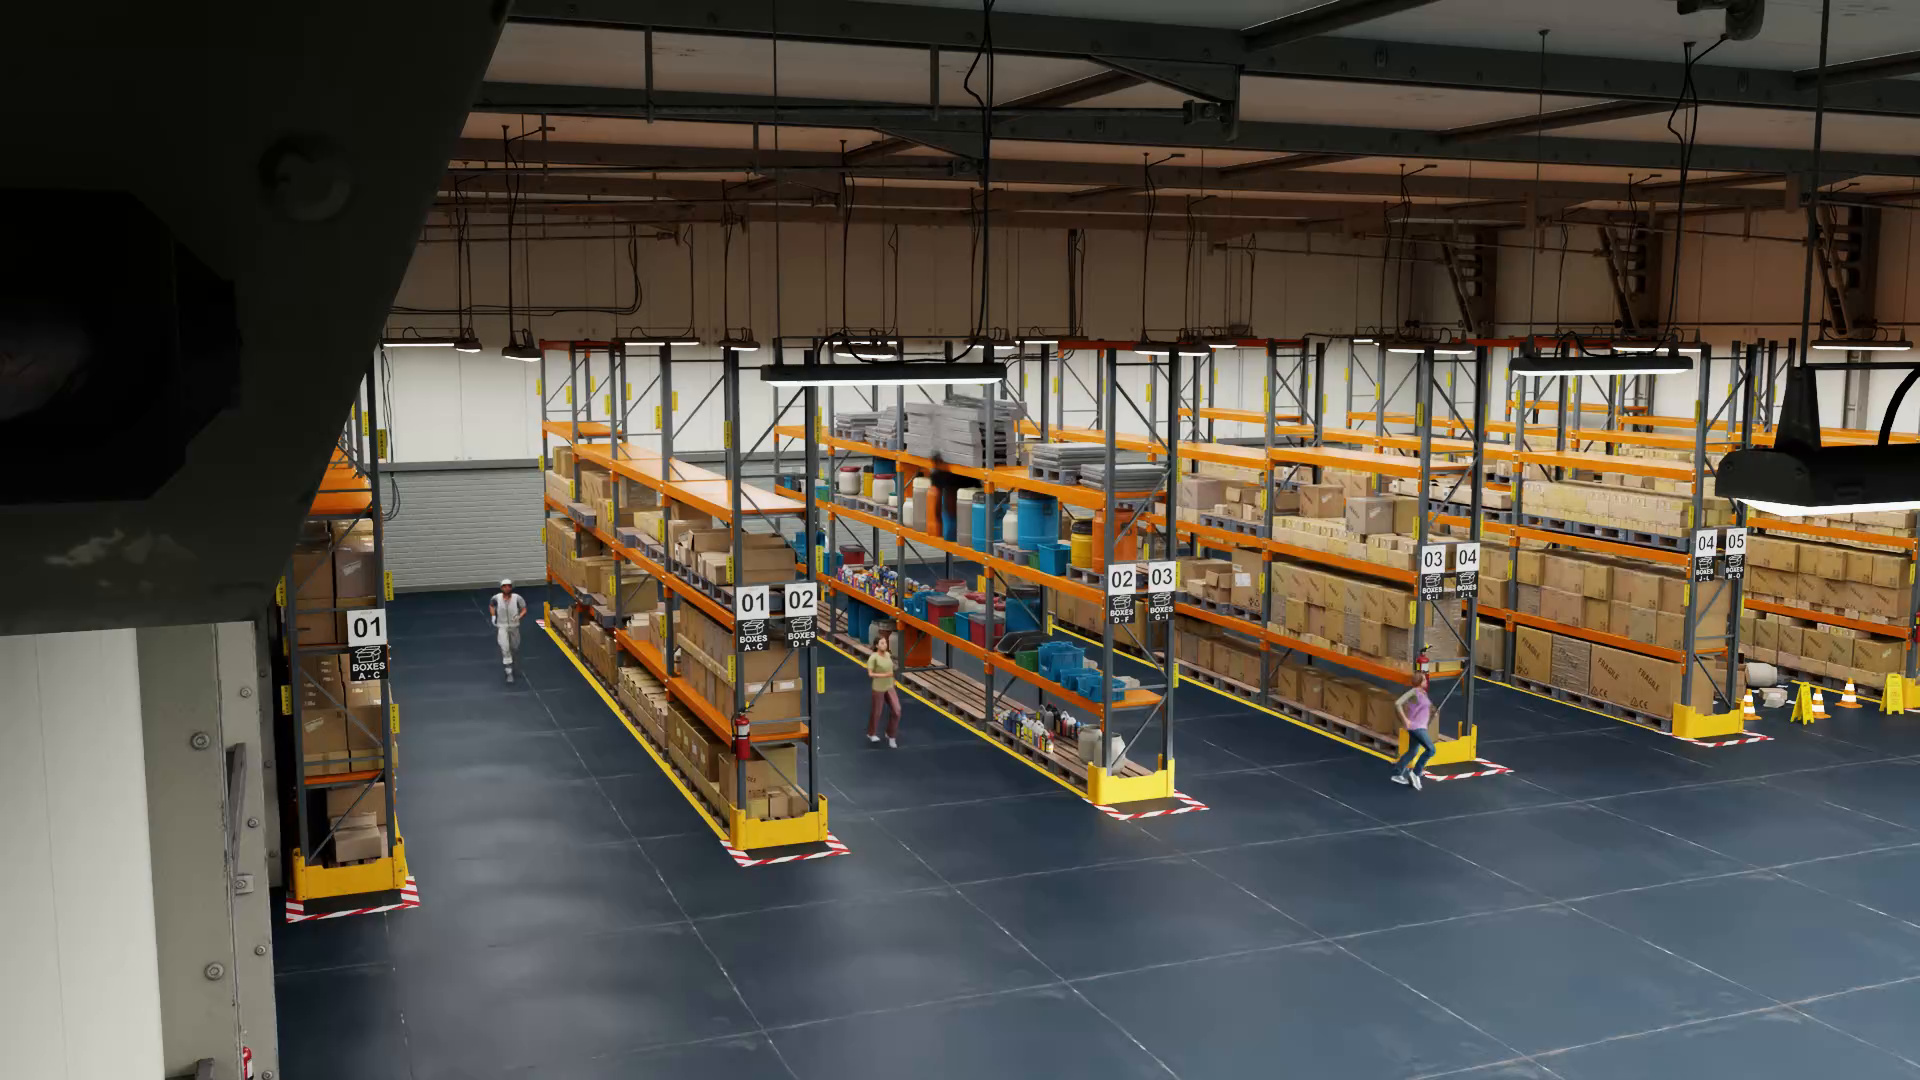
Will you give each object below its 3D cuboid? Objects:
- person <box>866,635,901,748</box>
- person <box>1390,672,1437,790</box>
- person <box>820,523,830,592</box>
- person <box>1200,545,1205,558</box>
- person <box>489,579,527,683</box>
[{"bbox_3d":[-1.168,2.265,24.930,0.542,1.700,0.708,-5,9,-34],"label":"person"},{"bbox_3d":[6.250,2.602,22.810,0.621,1.566,0.538,4,8,26],"label":"person"},{"bbox_3d":[-3.190,0.423,39.156,0.564,1.645,0.616,-2,8,-15],"label":"person"},{"bbox_3d":[6.024,0.052,41.737,0.922,1.695,0.614,-5,9,-33],"label":"person"},{"bbox_3d":[-8.097,1.583,29.872,0.626,1.801,1.150,-3,8,-22],"label":"person"}]
